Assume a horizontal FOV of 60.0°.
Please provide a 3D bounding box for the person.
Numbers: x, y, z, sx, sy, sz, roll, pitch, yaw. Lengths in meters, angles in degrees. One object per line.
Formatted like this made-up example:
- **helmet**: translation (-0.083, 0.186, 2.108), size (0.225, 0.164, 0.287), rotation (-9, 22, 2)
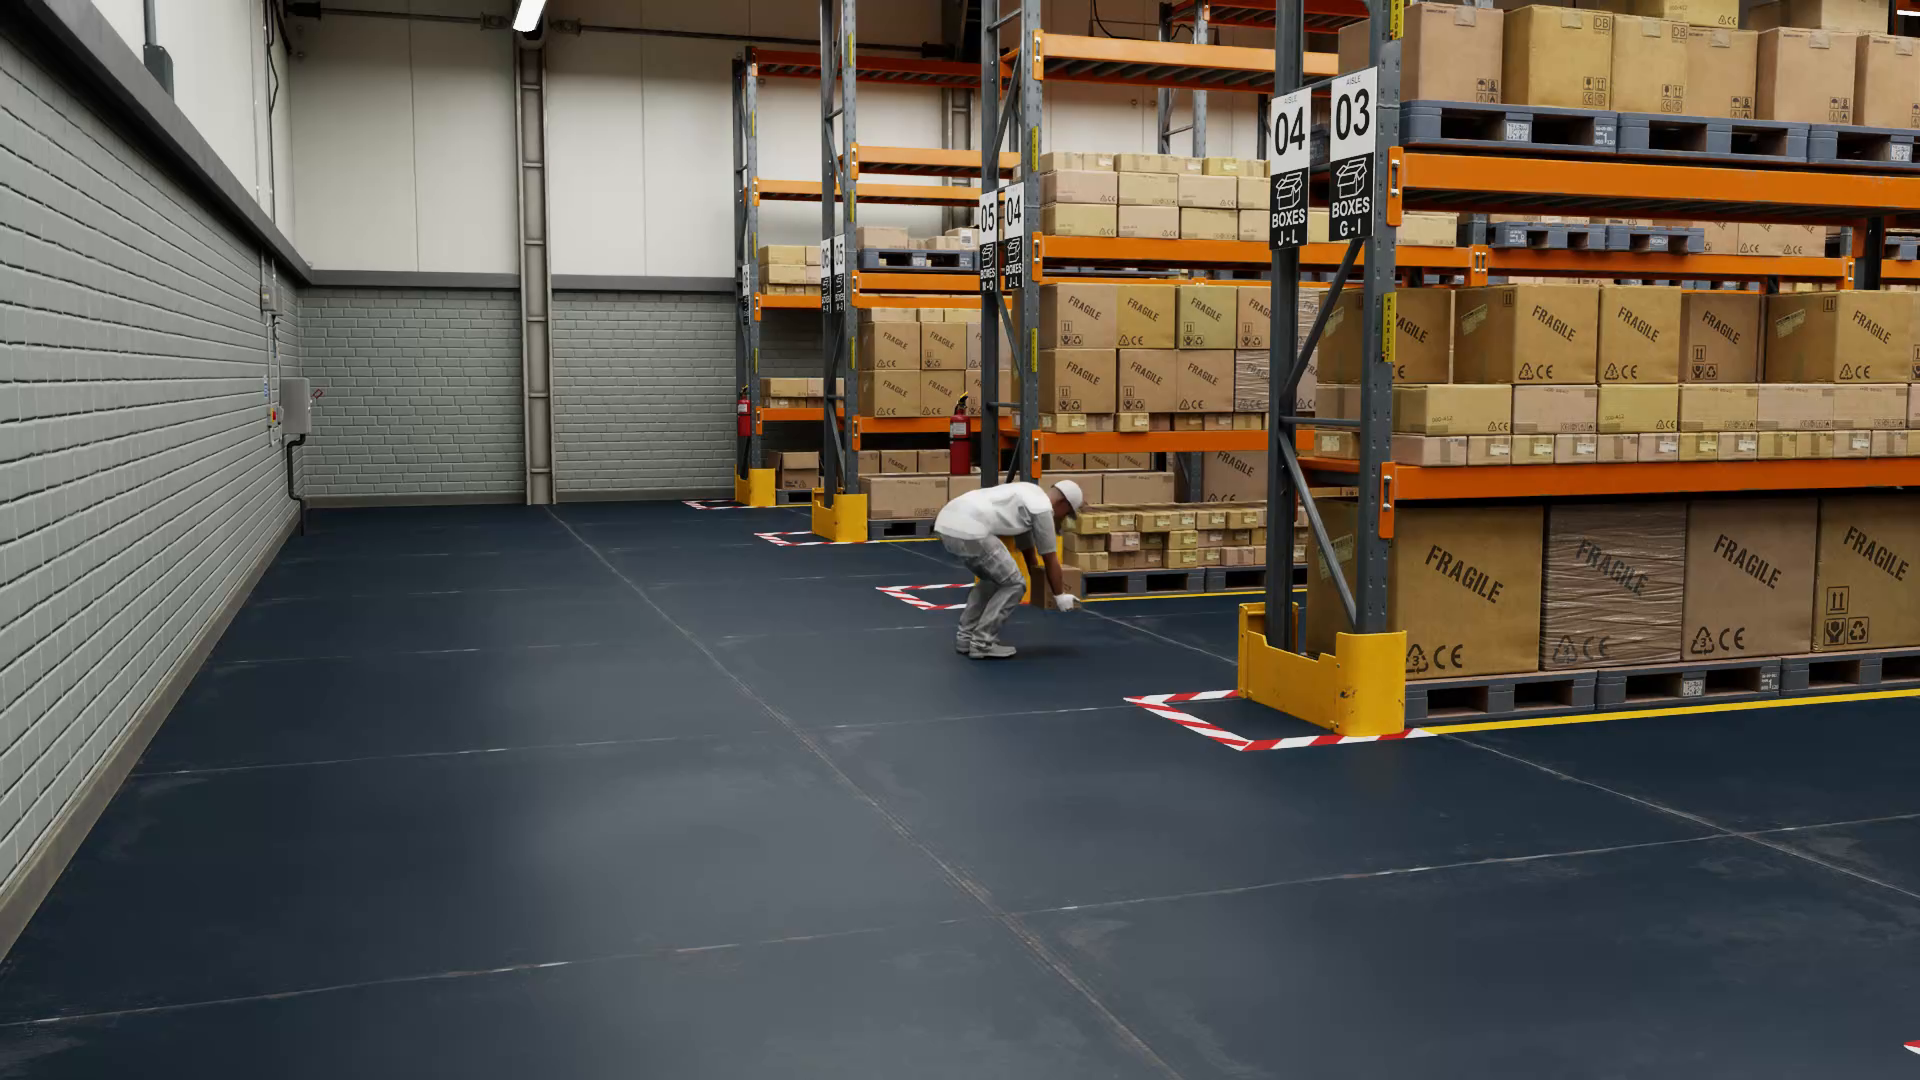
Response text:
- **person**: translation (0.320, 0.172, 10.478), size (0.978, 1.083, 0.521), rotation (-2, 6, -22)
